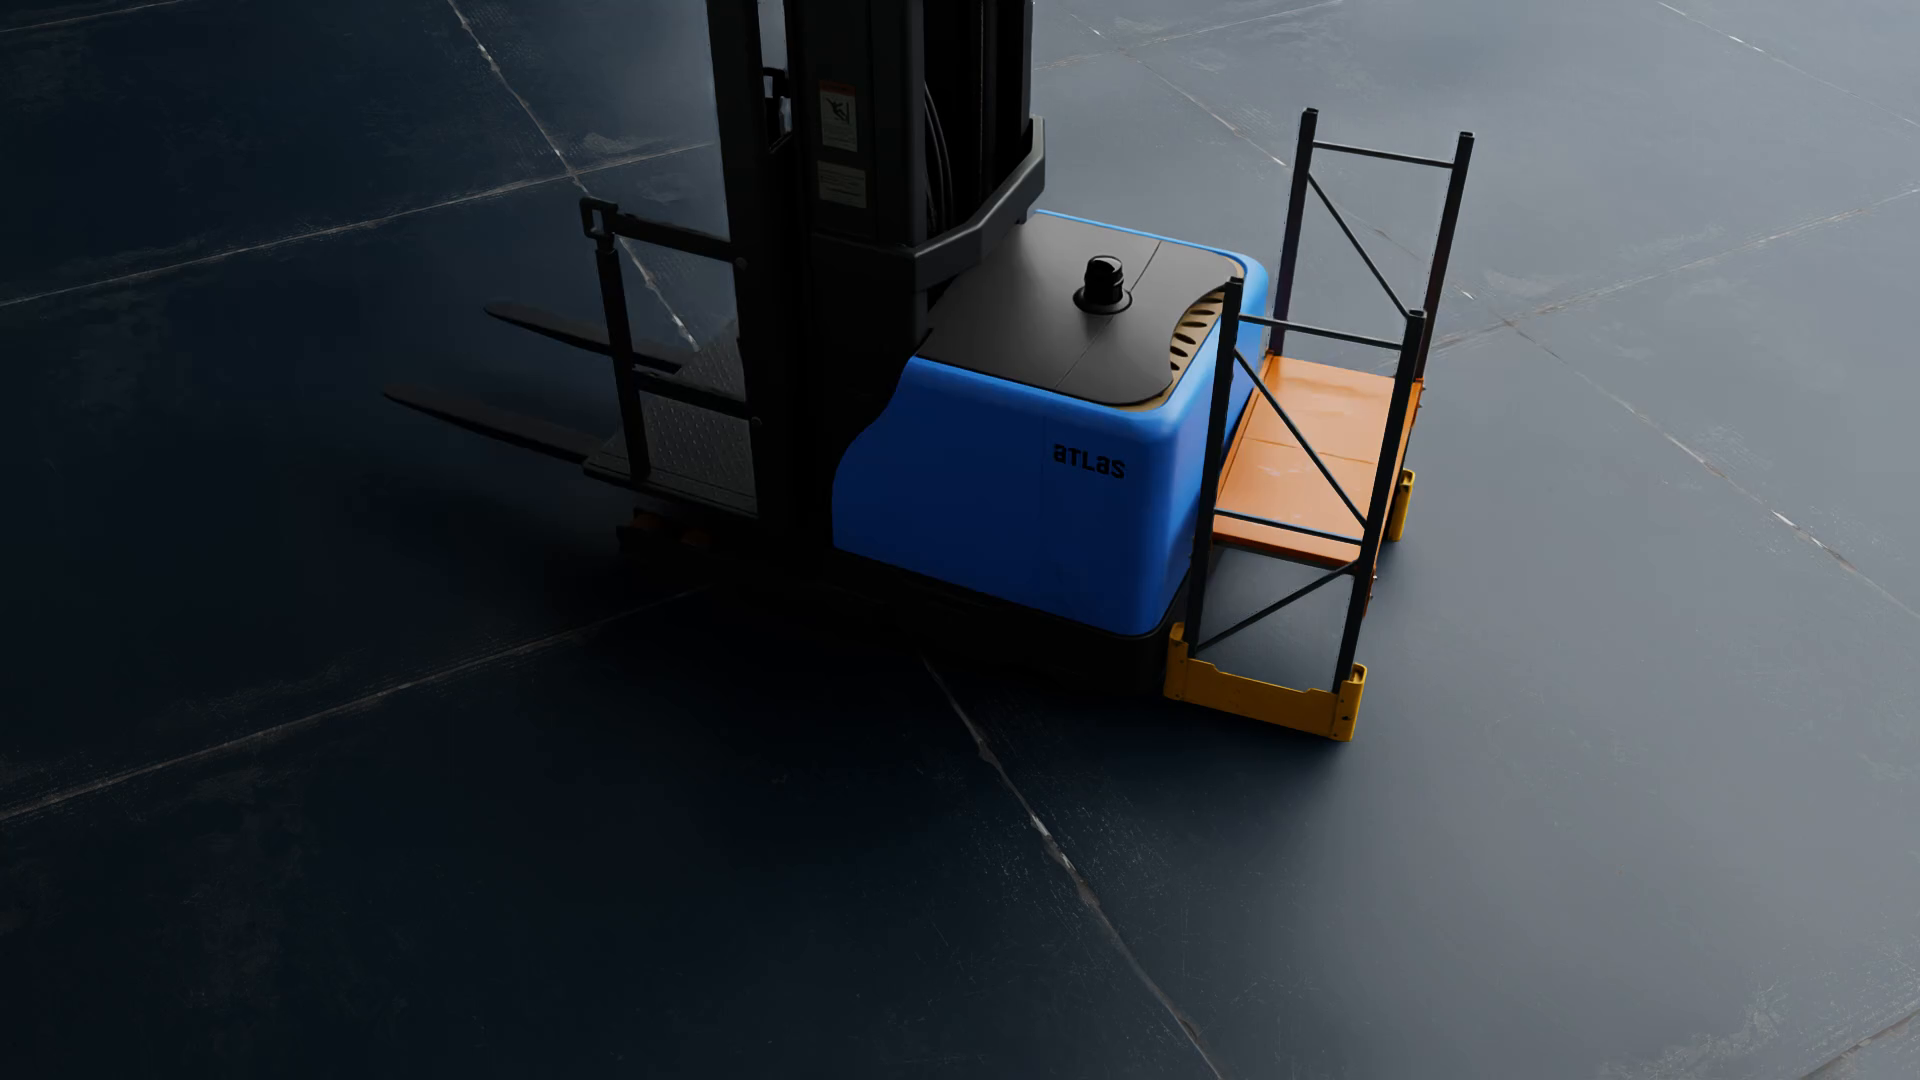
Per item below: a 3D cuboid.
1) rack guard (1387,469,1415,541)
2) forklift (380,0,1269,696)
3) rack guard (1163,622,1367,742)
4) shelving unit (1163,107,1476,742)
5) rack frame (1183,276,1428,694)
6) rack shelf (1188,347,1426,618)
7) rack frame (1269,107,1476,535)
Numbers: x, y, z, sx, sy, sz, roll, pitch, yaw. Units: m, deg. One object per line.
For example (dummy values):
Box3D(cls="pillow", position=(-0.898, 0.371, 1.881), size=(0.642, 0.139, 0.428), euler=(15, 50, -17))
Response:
Box3D(cls="rack guard", position=(1.255, -0.176, 5.764), size=(0.587, 0.250, 0.087), euler=(13, 42, 15))
Box3D(cls="forklift", position=(-0.597, -1.280, 4.994), size=(3.031, 2.935, 1.130), euler=(16, 43, 19))
Box3D(cls="rack guard", position=(0.918, 0.430, 5.049), size=(0.587, 0.250, 0.087), euler=(13, 42, 15))
Box3D(cls="shelving unit", position=(1.086, -0.350, 5.003), size=(0.587, 1.500, 1.083), euler=(13, 42, 15))
Box3D(cls="rack frame", position=(0.911, -0.035, 4.631), size=(0.500, 1.500, 0.032), euler=(13, 42, 15))
Box3D(cls="rack shelf", position=(1.083, -0.207, 5.112), size=(0.538, 0.185, 1.000), euler=(13, 42, 15))
Box3D(cls="rack frame", position=(1.256, -0.653, 5.361), size=(0.500, 1.500, 0.032), euler=(13, 42, 15))
